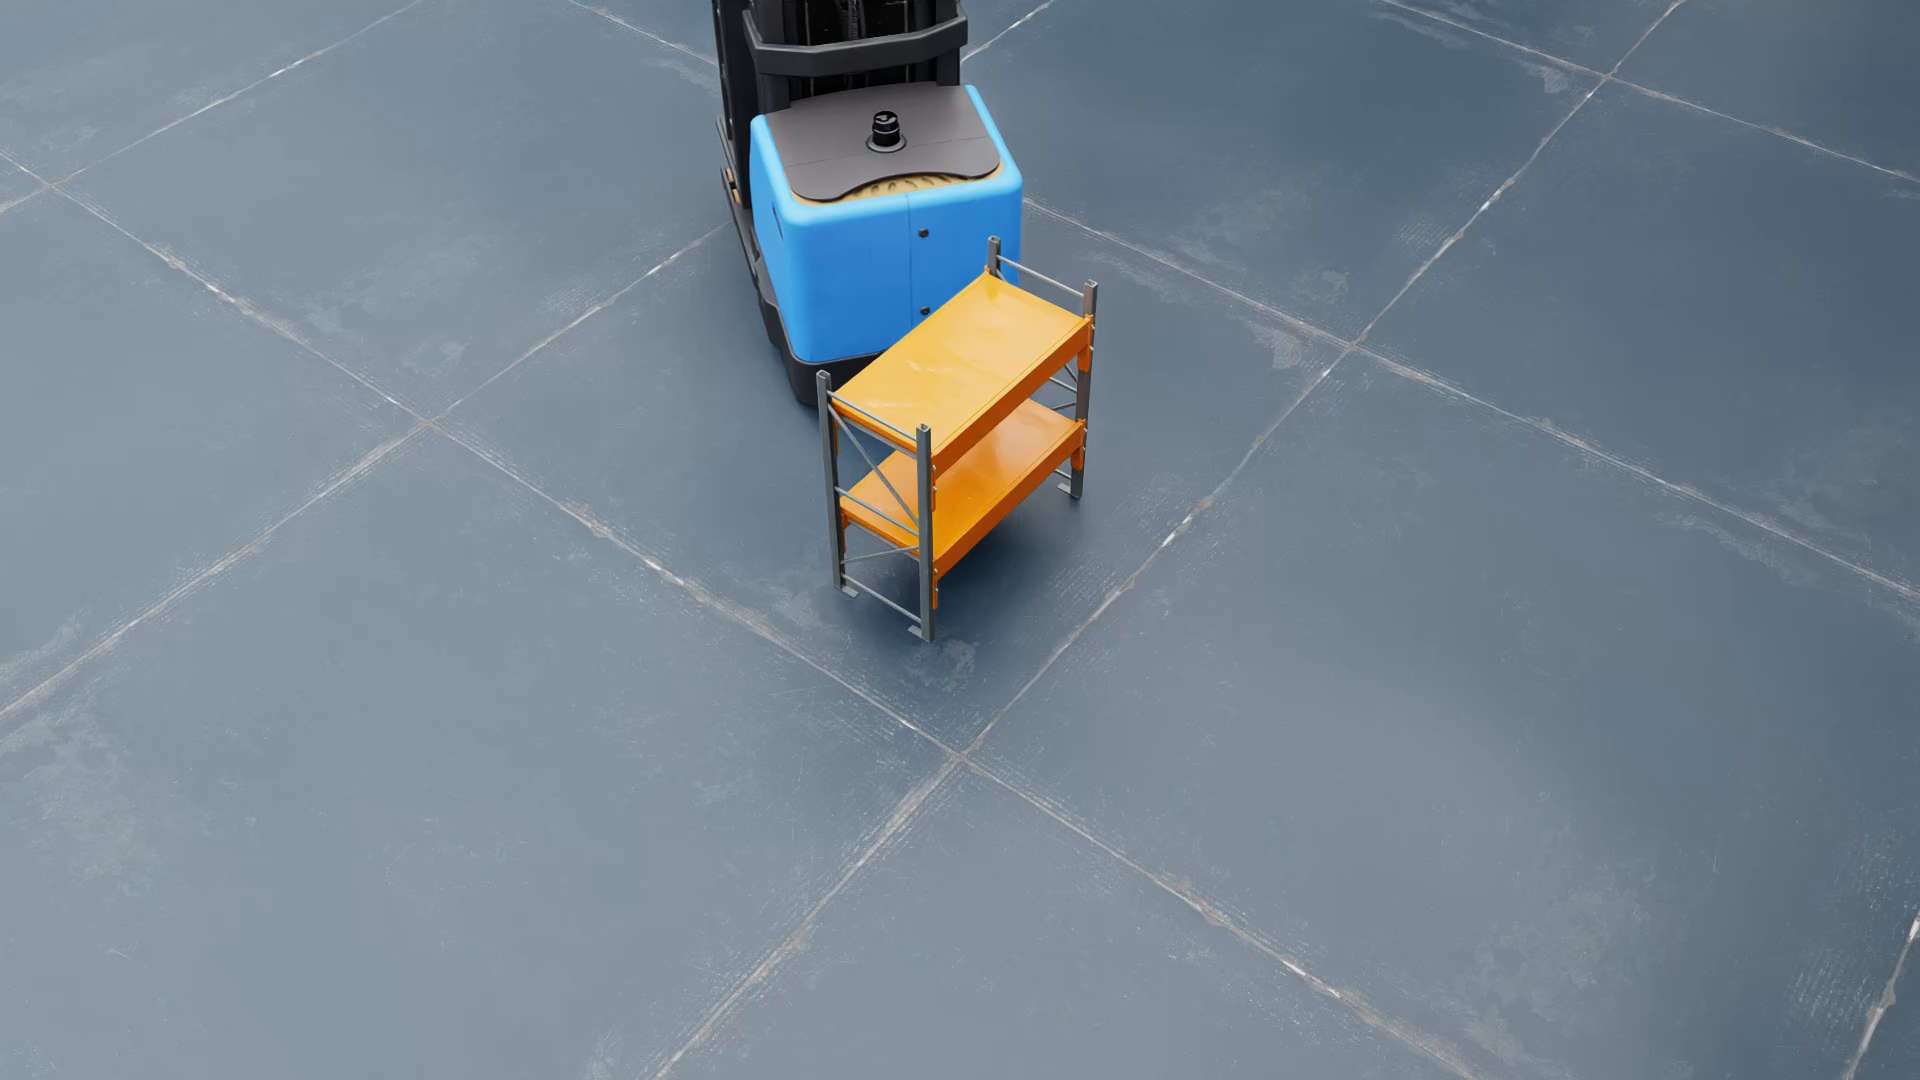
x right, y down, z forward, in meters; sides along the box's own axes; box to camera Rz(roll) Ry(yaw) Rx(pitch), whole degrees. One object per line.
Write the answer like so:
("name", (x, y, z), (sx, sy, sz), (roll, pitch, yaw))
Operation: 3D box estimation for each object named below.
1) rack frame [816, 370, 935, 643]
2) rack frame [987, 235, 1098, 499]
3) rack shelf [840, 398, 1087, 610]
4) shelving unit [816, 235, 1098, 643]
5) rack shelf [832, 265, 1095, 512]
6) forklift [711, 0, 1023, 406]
("rack frame", (-0.307, -0.102, 6.234), (0.500, 1.125, 0.032), (29, 53, 25))
("rack frame", (0.315, -0.683, 6.790), (0.500, 1.125, 0.032), (29, 53, 25))
("rack shelf", (0.004, -0.224, 6.688), (0.538, 0.278, 1.000), (29, 53, 25))
("shelving unit", (0.004, -0.392, 6.512), (0.538, 1.125, 1.048), (29, 53, 25))
("rack shelf", (0.004, -0.595, 6.300), (0.538, 0.278, 1.000), (29, 53, 25))
("forklift", (-0.602, -2.697, 7.464), (1.130, 2.935, 3.031), (-11, 47, -10))
